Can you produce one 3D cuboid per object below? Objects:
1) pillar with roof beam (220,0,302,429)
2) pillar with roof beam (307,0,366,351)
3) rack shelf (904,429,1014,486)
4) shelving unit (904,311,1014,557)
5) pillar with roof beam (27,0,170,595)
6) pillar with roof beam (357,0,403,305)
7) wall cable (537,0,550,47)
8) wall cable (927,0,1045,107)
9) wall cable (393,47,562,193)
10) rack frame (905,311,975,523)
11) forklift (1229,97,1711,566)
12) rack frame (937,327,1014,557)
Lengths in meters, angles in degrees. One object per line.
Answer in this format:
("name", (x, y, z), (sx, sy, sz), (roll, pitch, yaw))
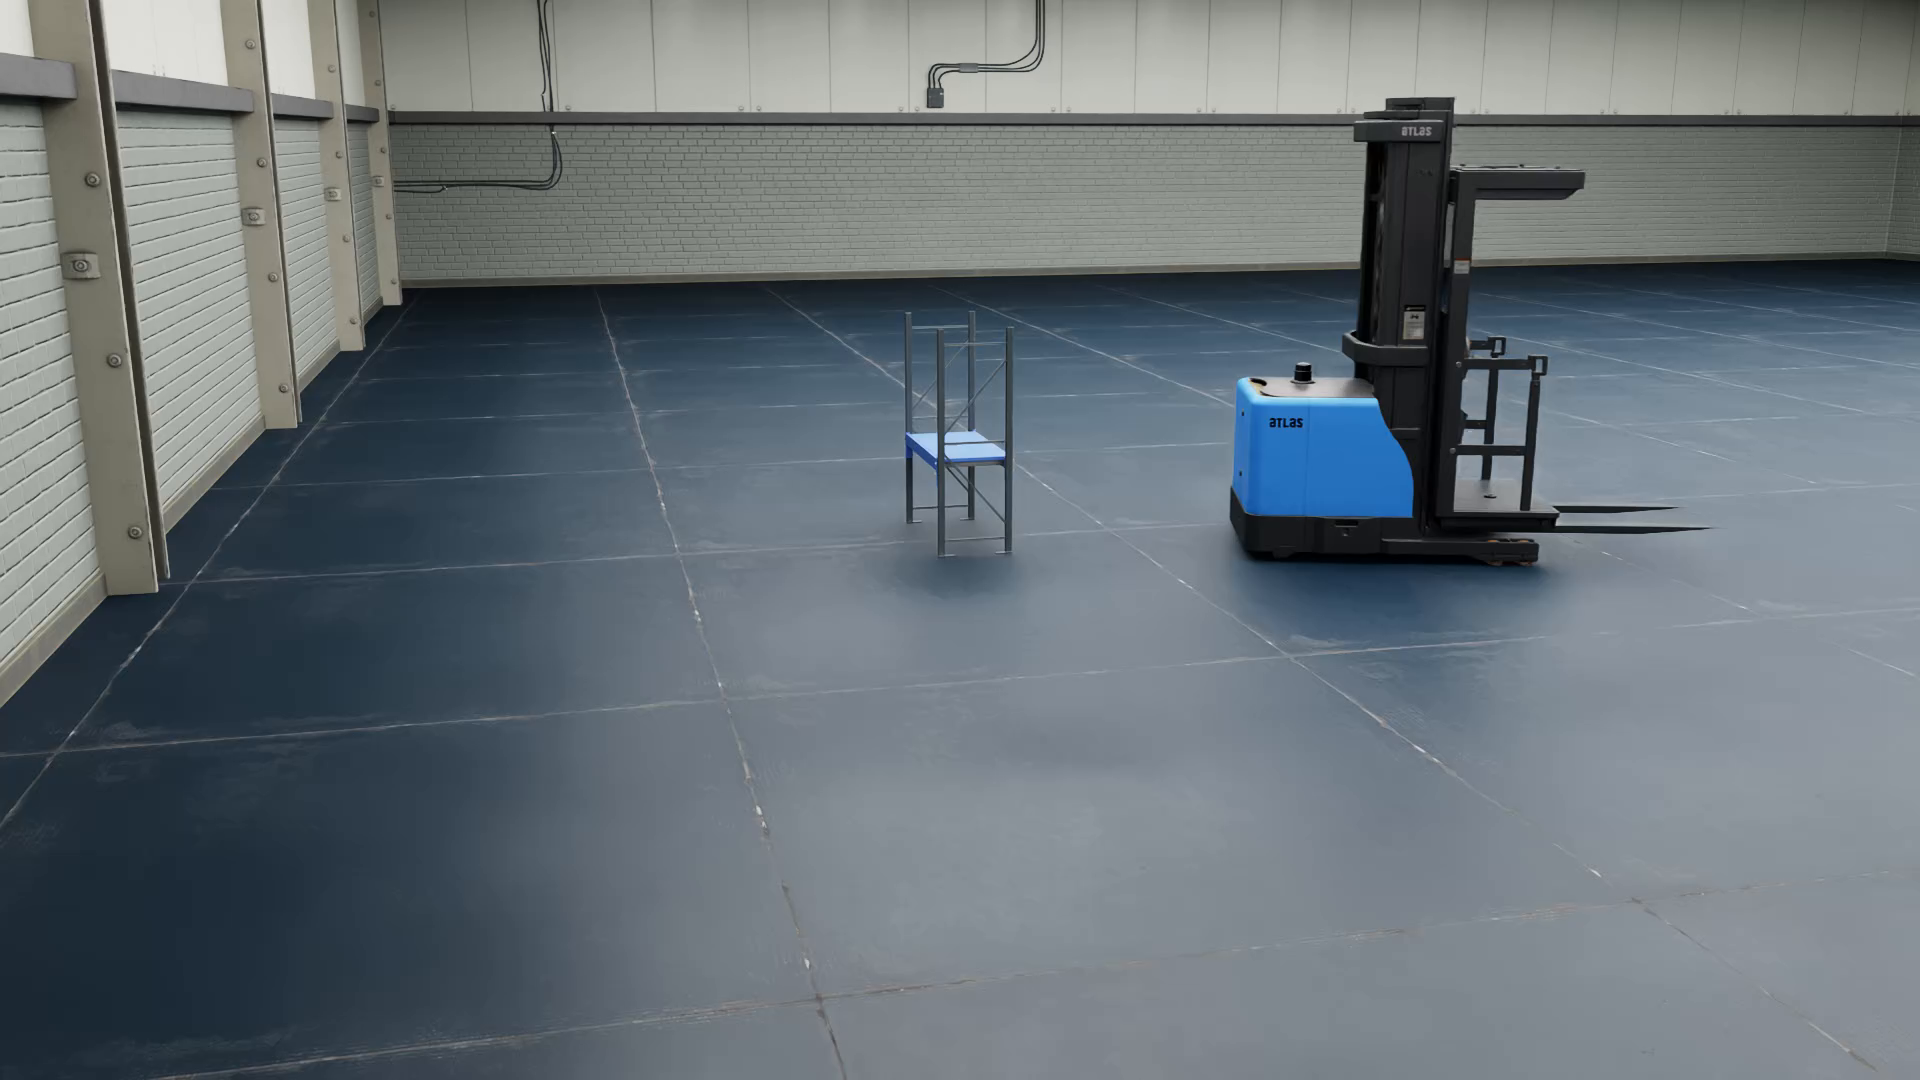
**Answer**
("pillar with roof beam", (-2.310, -5.713, 15.848), (9.100, 9.000, 0.400), (-3, 14, -13))
("pillar with roof beam", (-3.719, -7.097, 21.514), (9.100, 9.000, 0.400), (-3, 14, -13))
("rack shelf", (-0.020, -0.574, 11.372), (0.538, 0.185, 1.000), (-3, 14, -13))
("shelving unit", (-0.020, -0.748, 11.330), (0.538, 1.500, 1.048), (-3, 14, -13))
("pillar with roof beam", (-0.901, -4.328, 10.183), (9.100, 9.000, 0.400), (-3, 14, -13))
("pillar with roof beam", (-5.128, -8.481, 27.180), (9.100, 9.000, 0.400), (-3, 14, -13))
("wall cable", (-6.090, -10.090, 29.667), (3.097, 2.526, 0.112), (-3, 14, -13))
("wall cable", (0.512, -11.172, 31.028), (2.305, 6.003, 0.169), (-3, 14, -13))
("wall cable", (-8.719, -7.486, 29.649), (3.097, 2.526, 0.112), (-3, 14, -13))
("rack frame", (-0.139, -0.866, 11.810), (0.500, 1.500, 0.032), (-3, 14, -13))
("forklift", (3.393, -1.385, 10.922), (3.031, 2.935, 1.130), (1, 14, 3))
("rack frame", (0.099, -0.631, 10.850), (0.500, 1.500, 0.032), (-3, 14, -13))
